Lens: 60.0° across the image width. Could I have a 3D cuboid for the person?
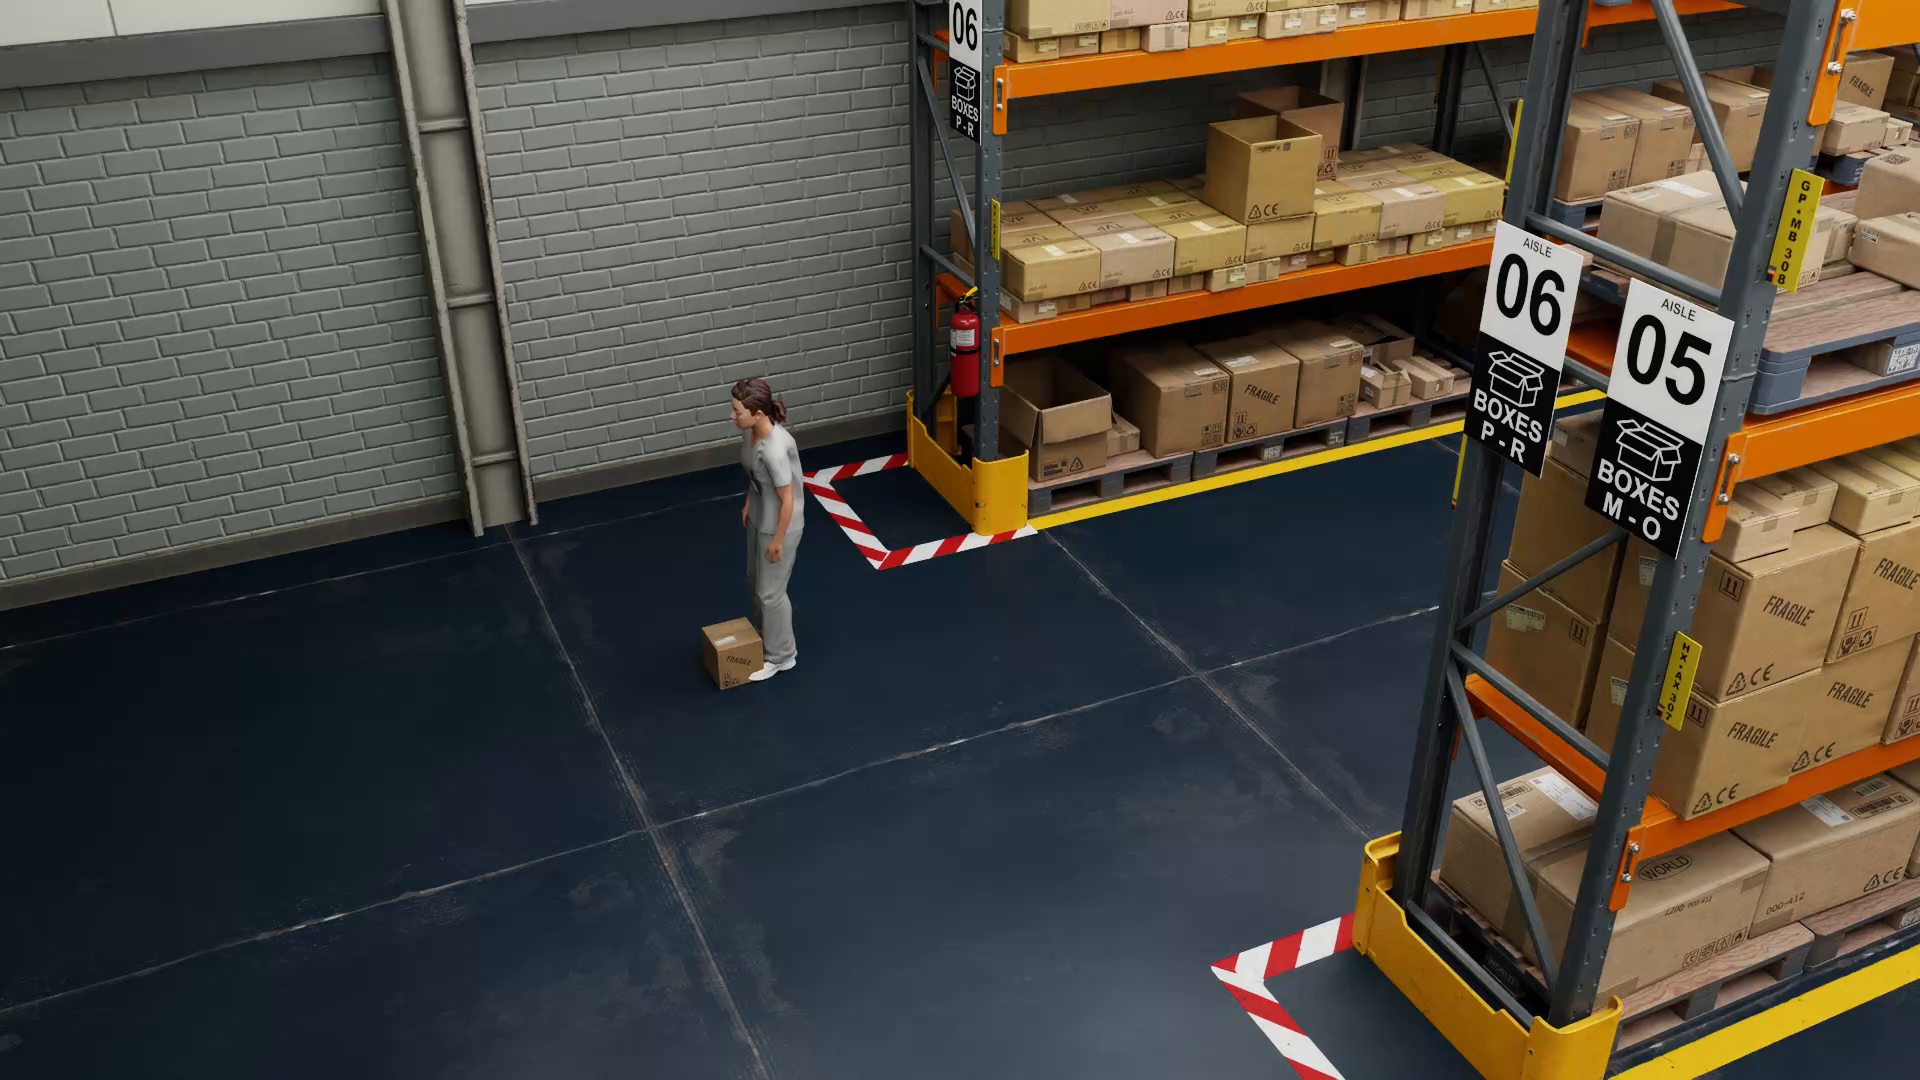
[{"bbox_3d":[-1.008,-0.071,8.573,0.406,1.673,0.486,-13,32,-22],"label":"person"}]
